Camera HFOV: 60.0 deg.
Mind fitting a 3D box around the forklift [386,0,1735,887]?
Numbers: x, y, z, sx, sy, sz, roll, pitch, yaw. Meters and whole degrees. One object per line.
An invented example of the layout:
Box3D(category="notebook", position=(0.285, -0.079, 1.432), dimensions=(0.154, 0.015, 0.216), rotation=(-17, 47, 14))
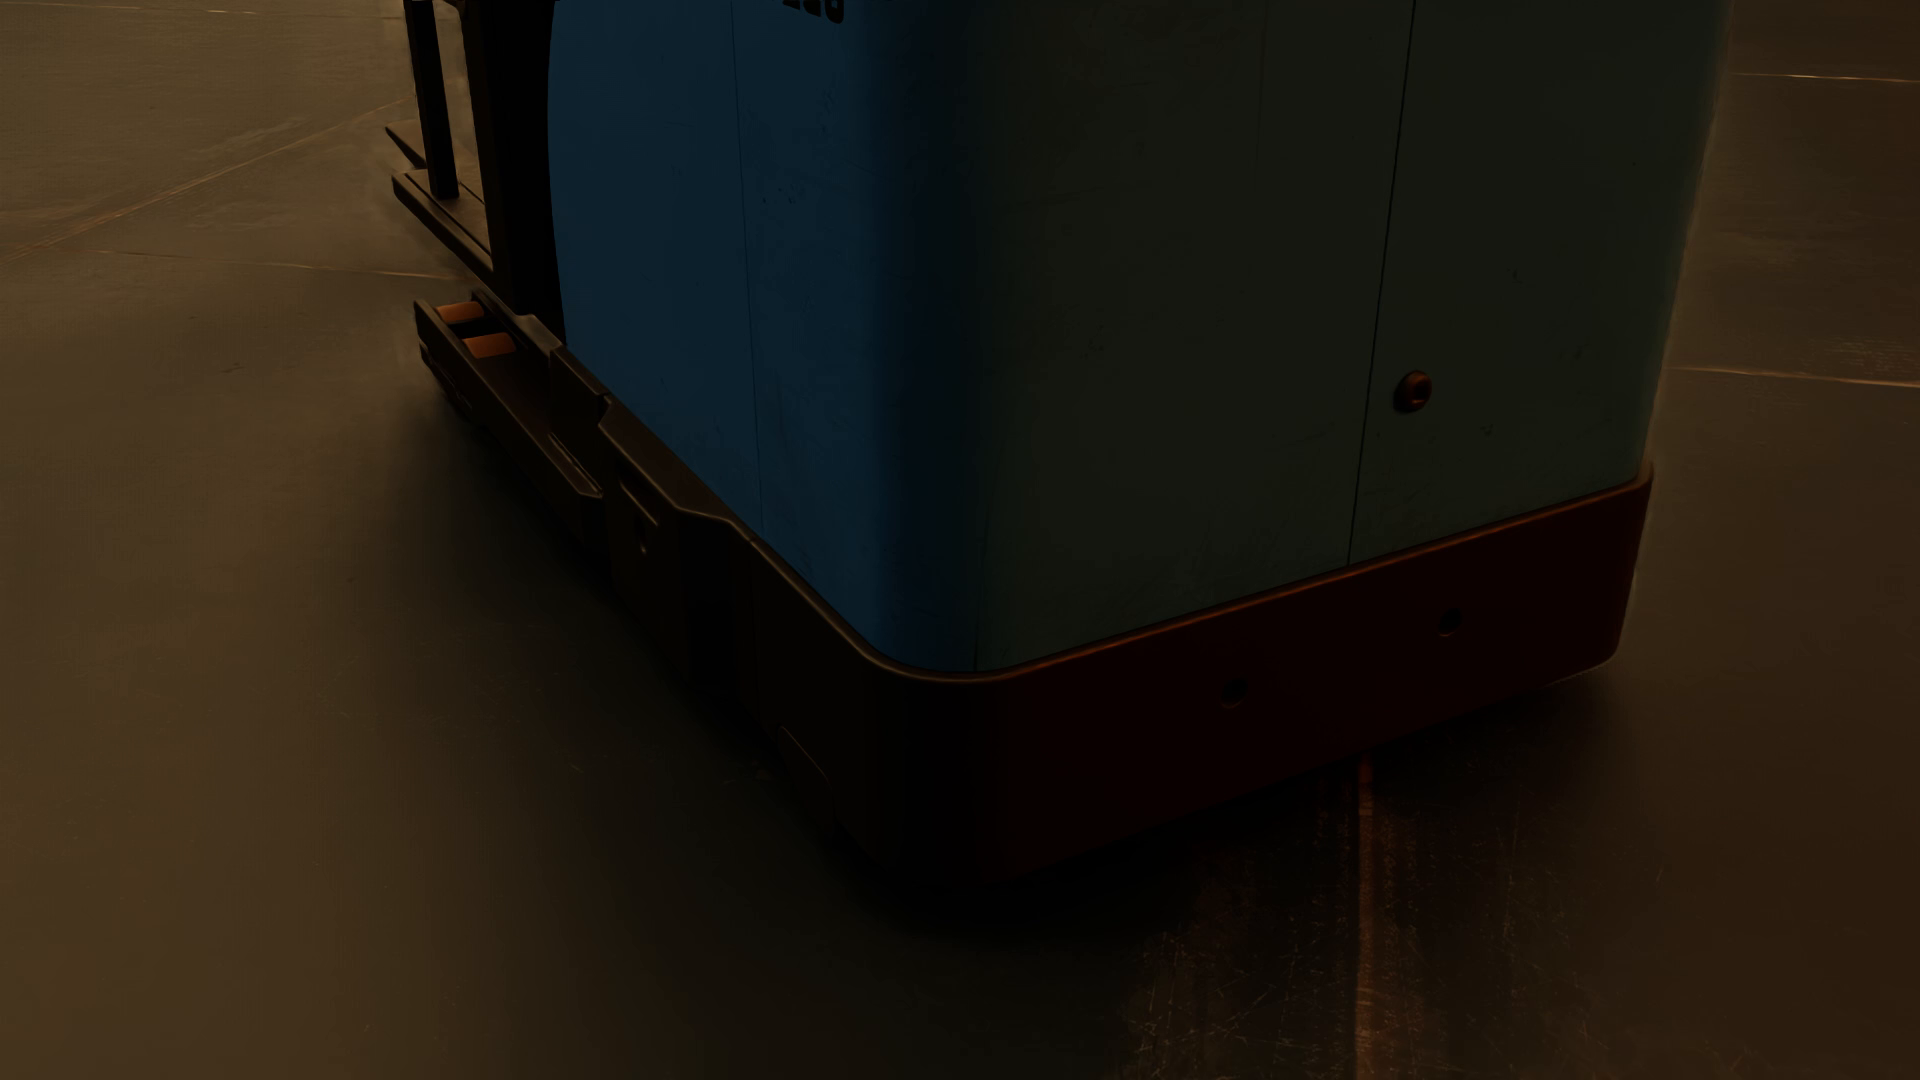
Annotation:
Box3D(category="forklift", position=(-0.332, -1.591, 2.399), dimensions=(1.130, 2.935, 3.031), rotation=(-14, 30, -26))
